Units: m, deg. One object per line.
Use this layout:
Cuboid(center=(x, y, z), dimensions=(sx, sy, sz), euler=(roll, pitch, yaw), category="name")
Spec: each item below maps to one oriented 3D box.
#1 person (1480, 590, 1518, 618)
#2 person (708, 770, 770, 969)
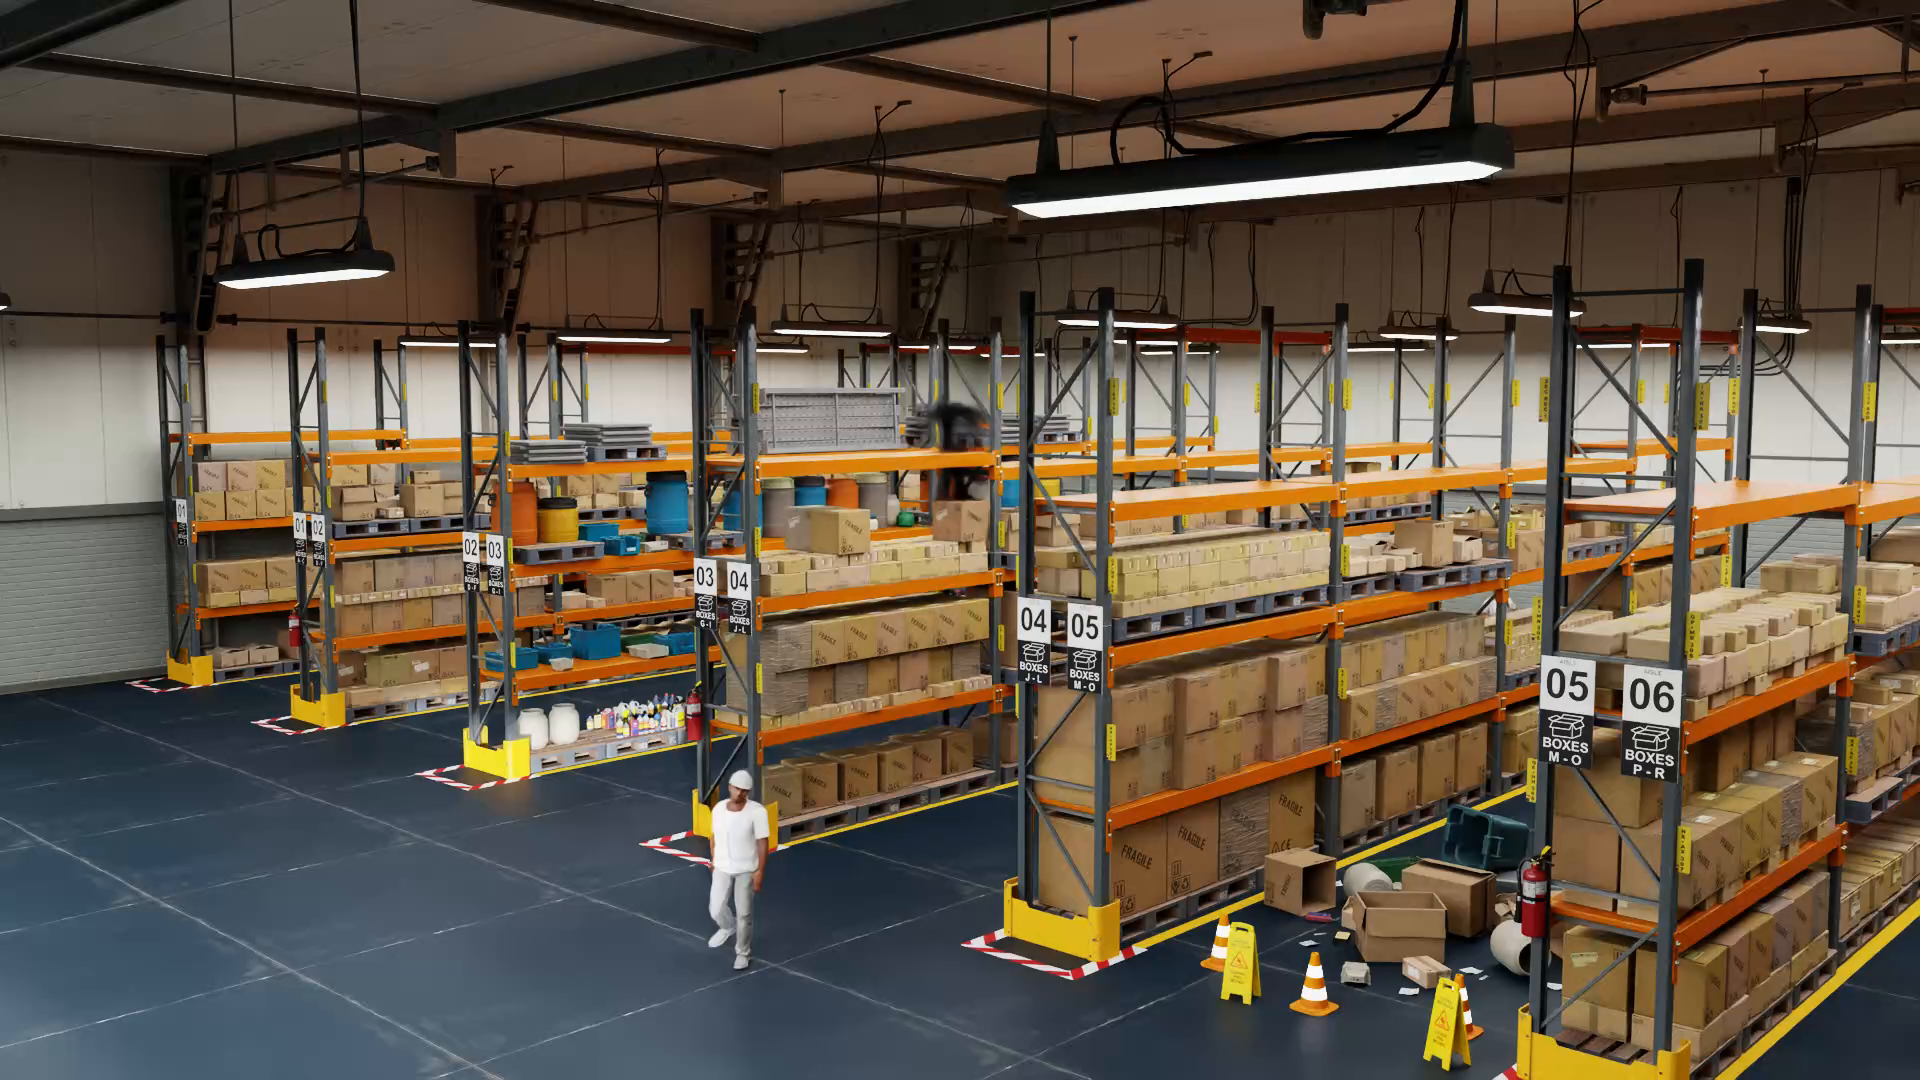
Cuboid(center=(9.533, 1.601, 29.425), dimensions=(0.640, 1.651, 0.870), euler=(2, 6, 16), category="person")
Cuboid(center=(-1.976, 2.898, 14.768), dimensions=(0.666, 1.753, 0.586), euler=(1, 6, 14), category="person")
